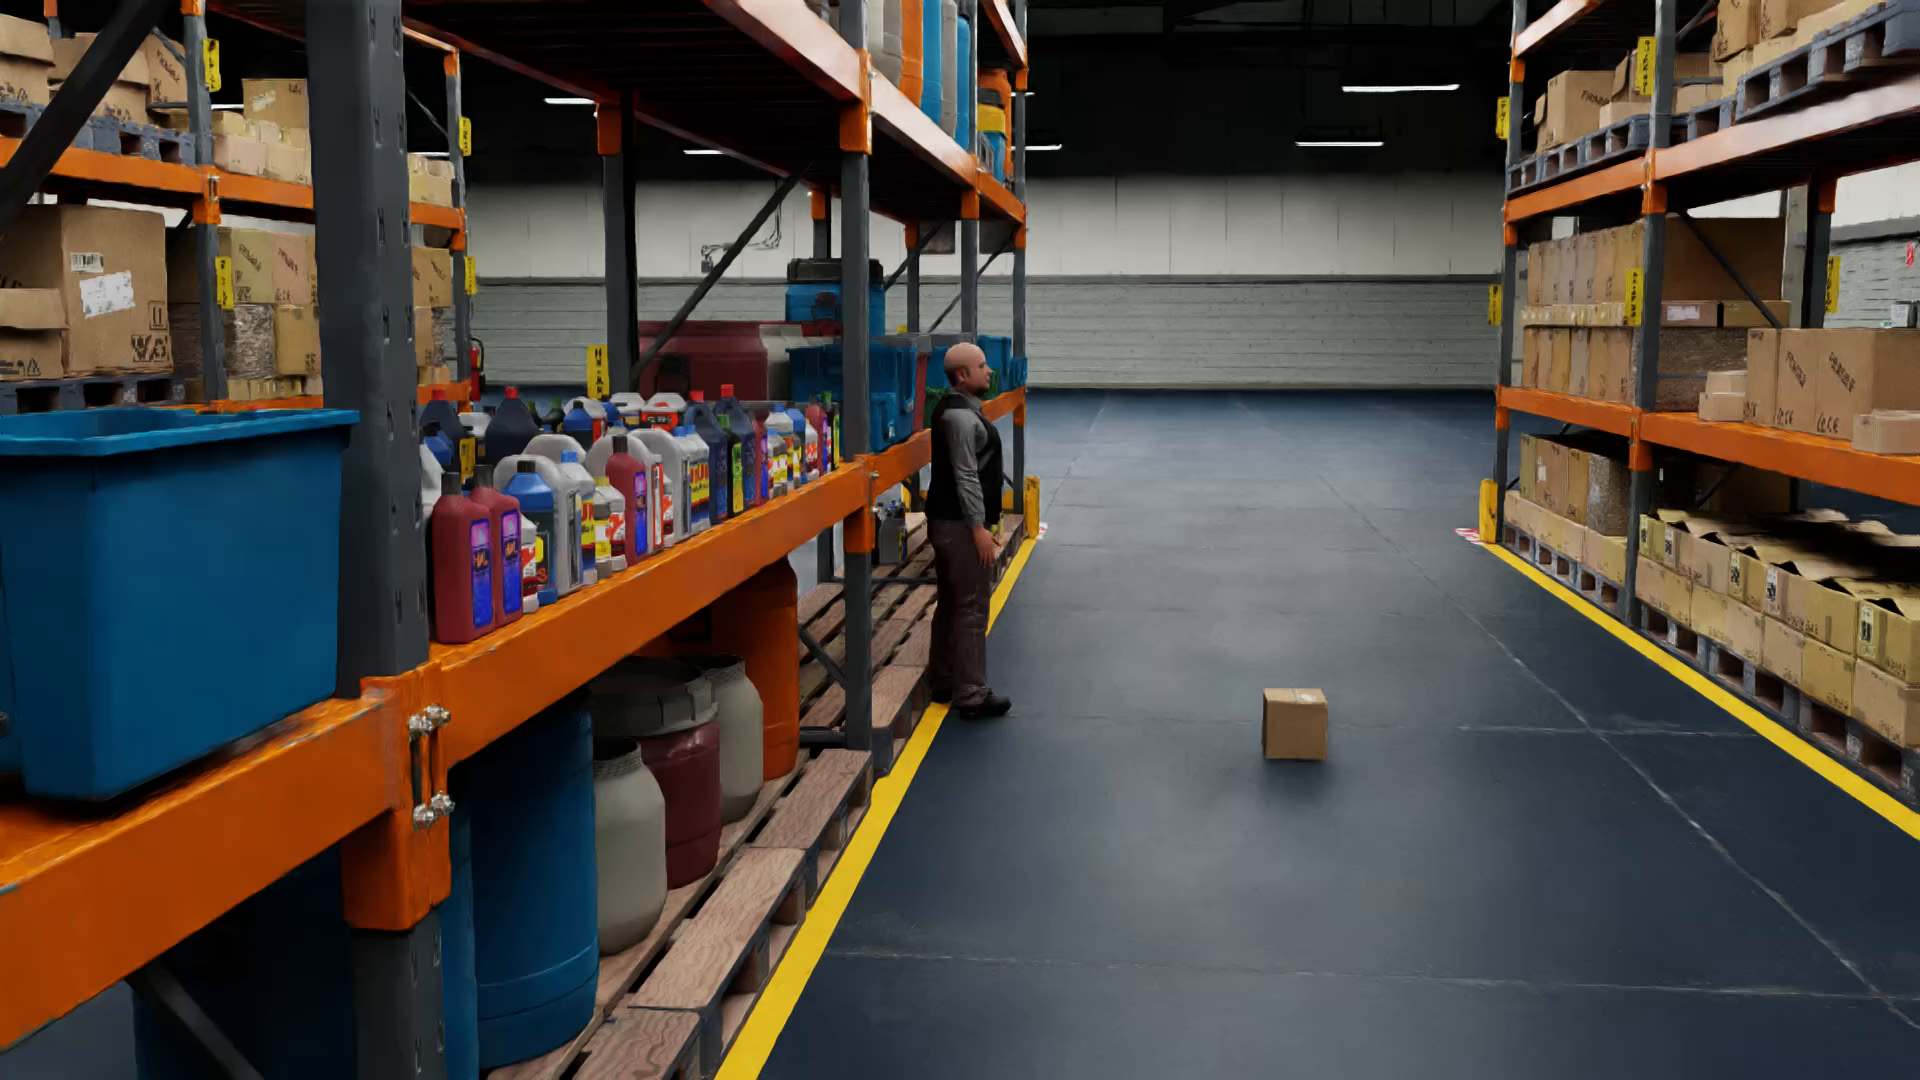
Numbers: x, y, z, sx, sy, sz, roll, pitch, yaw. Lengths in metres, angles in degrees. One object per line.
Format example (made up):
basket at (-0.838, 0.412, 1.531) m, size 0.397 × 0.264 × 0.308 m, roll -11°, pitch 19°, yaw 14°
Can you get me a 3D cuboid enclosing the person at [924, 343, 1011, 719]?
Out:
person at (0.036, -0.055, 7.767) m, size 0.405 × 1.722 × 0.549 m, roll -1°, pitch 8°, yaw -5°
